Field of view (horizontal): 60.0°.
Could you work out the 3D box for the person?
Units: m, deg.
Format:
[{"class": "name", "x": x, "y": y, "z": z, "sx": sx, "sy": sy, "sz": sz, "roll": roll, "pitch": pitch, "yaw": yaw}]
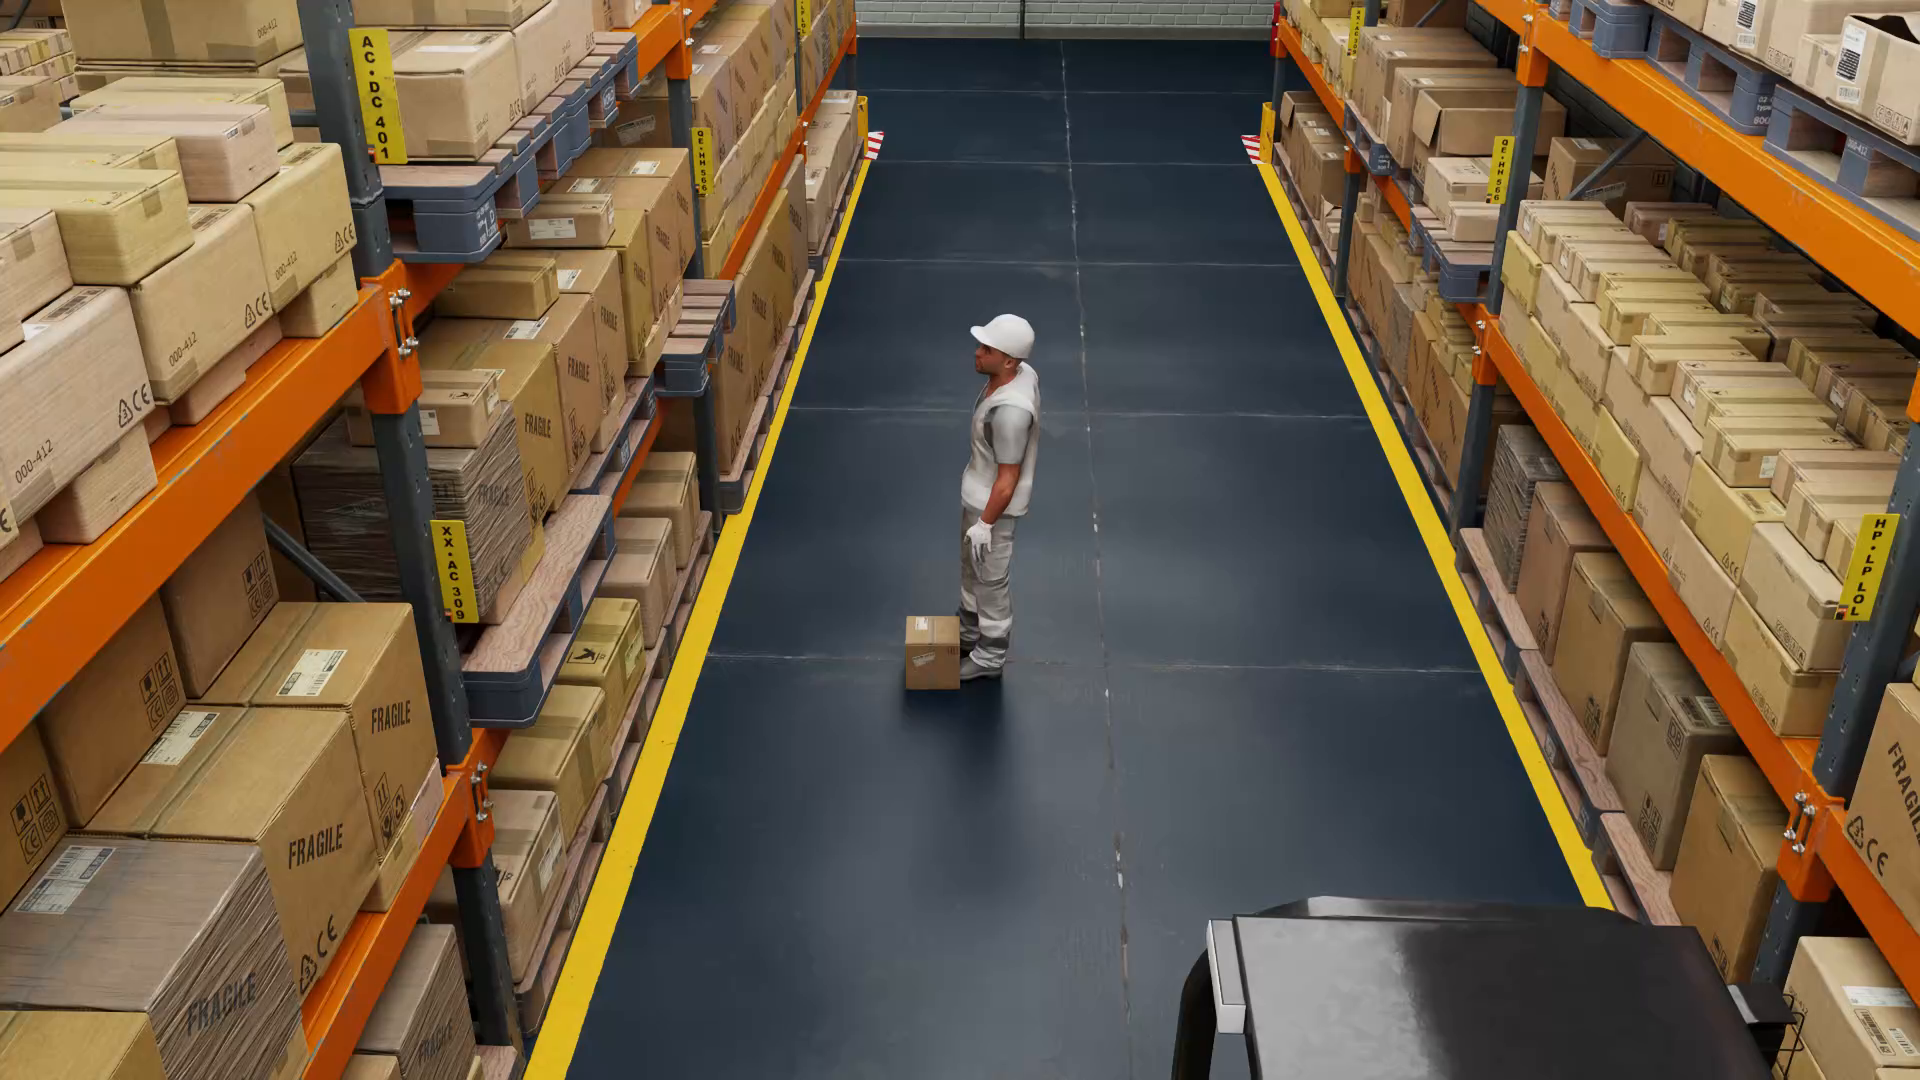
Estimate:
[{"class": "person", "x": 0.068, "y": -0.176, "z": 7.409, "sx": 0.564, "sy": 1.787, "sz": 0.638, "roll": 1, "pitch": 28, "yaw": 2}]
